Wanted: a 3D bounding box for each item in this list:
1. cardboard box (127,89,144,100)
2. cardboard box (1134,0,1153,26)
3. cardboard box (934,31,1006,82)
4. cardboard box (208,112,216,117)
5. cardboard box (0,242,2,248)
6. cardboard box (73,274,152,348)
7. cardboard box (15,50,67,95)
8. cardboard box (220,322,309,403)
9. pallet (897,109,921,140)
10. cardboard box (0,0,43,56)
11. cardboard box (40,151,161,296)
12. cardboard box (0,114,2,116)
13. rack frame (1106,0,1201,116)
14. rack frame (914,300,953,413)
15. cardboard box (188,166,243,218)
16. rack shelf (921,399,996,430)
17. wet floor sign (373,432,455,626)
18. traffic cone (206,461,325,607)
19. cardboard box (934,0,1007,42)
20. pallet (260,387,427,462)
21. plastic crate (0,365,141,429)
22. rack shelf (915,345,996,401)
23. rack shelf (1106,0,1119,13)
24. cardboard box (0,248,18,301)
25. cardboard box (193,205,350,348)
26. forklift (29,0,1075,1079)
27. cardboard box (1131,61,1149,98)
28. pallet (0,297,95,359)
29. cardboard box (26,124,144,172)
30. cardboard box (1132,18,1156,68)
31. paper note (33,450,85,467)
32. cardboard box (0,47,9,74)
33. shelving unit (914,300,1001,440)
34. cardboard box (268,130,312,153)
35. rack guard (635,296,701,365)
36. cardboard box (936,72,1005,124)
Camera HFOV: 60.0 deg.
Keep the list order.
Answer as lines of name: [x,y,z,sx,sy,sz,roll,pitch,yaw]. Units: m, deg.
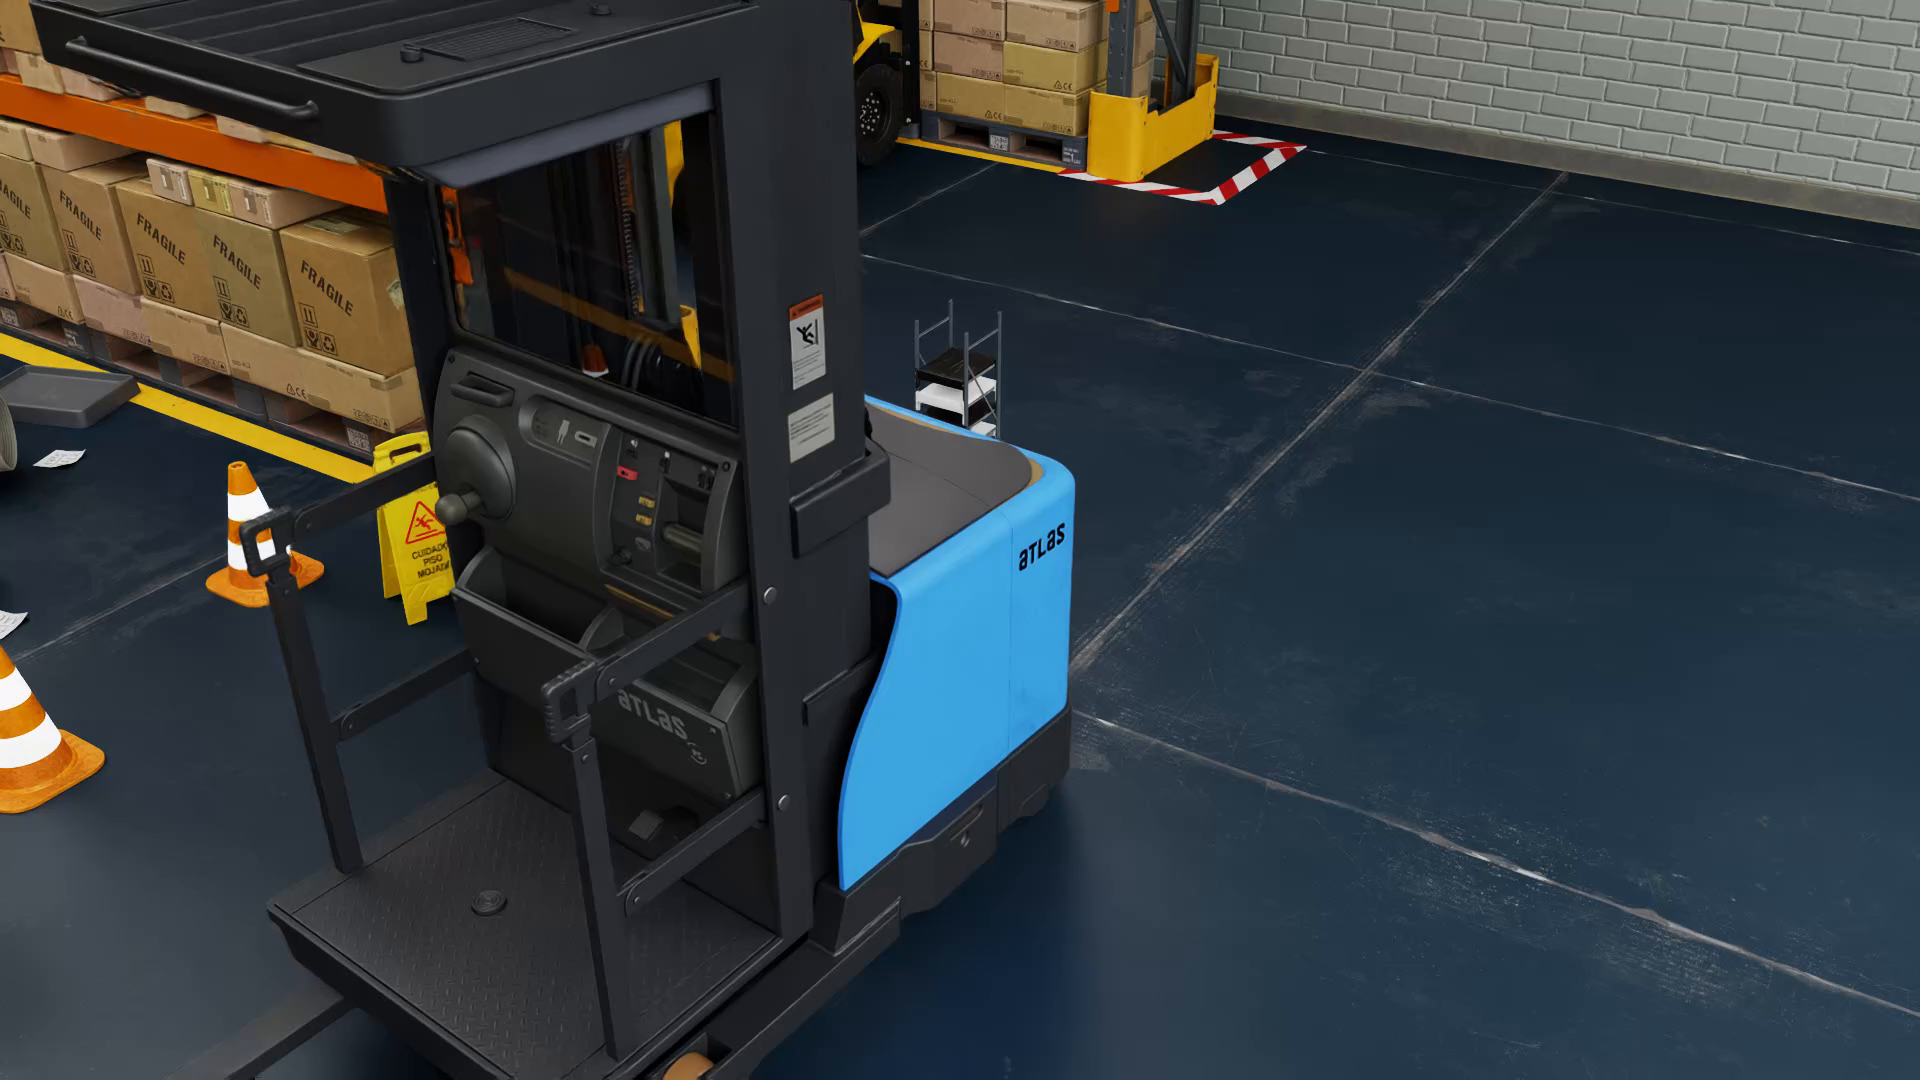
cardboard box: [-3.174,-1.911,6.799,0.250,0.149,0.380,18,35,27]
cardboard box: [0.870,-3.348,10.331,0.500,0.250,0.500,17,34,27]
cardboard box: [0.179,-3.058,10.331,0.500,0.250,0.500,17,34,27]
cardboard box: [-2.745,-1.776,6.568,0.250,0.149,0.380,18,35,28]
cardboard box: [-4.491,-1.709,7.770,0.500,0.500,0.500,19,35,30]
cardboard box: [-3.582,-1.106,7.481,0.500,0.250,0.500,17,34,27]
cardboard box: [-3.672,-1.988,6.930,0.250,0.149,0.380,18,35,28]
cardboard box: [-2.721,-0.831,7.009,0.500,0.250,0.500,18,35,28]
pallet: [-0.523,-3.022,11.221,1.213,0.211,1.003,18,35,27]
cardboard box: [-3.767,-2.335,6.881,0.500,0.500,0.500,17,34,27]
cardboard box: [-3.593,-1.431,7.294,0.500,0.500,0.500,20,36,30]
cardboard box: [-4.417,-1.930,7.506,0.250,0.149,0.380,18,35,28]
rack frame: [1.177,-3.713,9.637,0.127,3.000,1.000,18,35,27]
rack frame: [-0.093,-0.418,6.074,0.006,0.900,0.240,18,35,27]
cardboard box: [-2.834,-1.433,6.653,0.250,0.149,0.380,18,35,28]
rack shelf: [-0.007,-0.440,5.998,0.200,0.077,0.258,18,35,27]
wet floor sign: [-1.867,-0.069,5.727,0.267,0.644,0.232,-21,36,-32]
traffic cone: [-2.509,-0.062,5.897,0.334,0.463,0.336,18,35,27]
cardboard box: [0.185,-3.263,10.186,0.500,0.250,0.500,18,35,28]
pallet: [-2.193,-0.642,7.140,1.213,0.211,1.003,18,35,27]
plastic crate: [-3.953,-0.633,7.256,0.583,0.080,0.402,6,31,10]
rack shelf: [-0.007,-0.595,5.908,0.200,0.077,0.258,18,35,27]
rack shelf: [-0.517,-3.938,10.737,4.000,0.370,1.077,18,35,27]
cardboard box: [-4.491,-1.385,7.959,0.500,0.250,0.500,16,34,25]
cardboard box: [-2.720,-1.152,6.816,0.500,0.500,0.500,19,35,29]
forklift: [-0.969,-0.098,3.509,1.130,2.935,3.031,21,36,32]
cardboard box: [0.864,-2.921,10.593,0.500,0.250,0.500,18,35,28]
pallet: [-4.259,-1.295,8.261,1.213,0.211,1.003,18,35,27]
cardboard box: [-3.751,-1.722,7.149,0.250,0.149,0.380,20,36,30]
cardboard box: [0.889,-3.137,10.466,0.500,0.250,0.500,18,35,28]
paper note: [-3.681,-0.338,6.799,0.148,0.019,0.142,6,31,10]
cardboard box: [-4.077,-2.150,7.208,0.250,0.149,0.380,19,35,29]
shelving unit: [-0.007,-0.391,6.027,0.210,0.900,0.258,18,35,27]
cardboard box: [-2.369,-1.592,6.251,0.250,0.149,0.380,17,34,27]
rack guard: [-1.524,-0.534,6.669,0.348,0.500,1.175,18,35,27]
cardboard box: [0.194,-2.835,10.444,0.500,0.250,0.500,18,35,27]
